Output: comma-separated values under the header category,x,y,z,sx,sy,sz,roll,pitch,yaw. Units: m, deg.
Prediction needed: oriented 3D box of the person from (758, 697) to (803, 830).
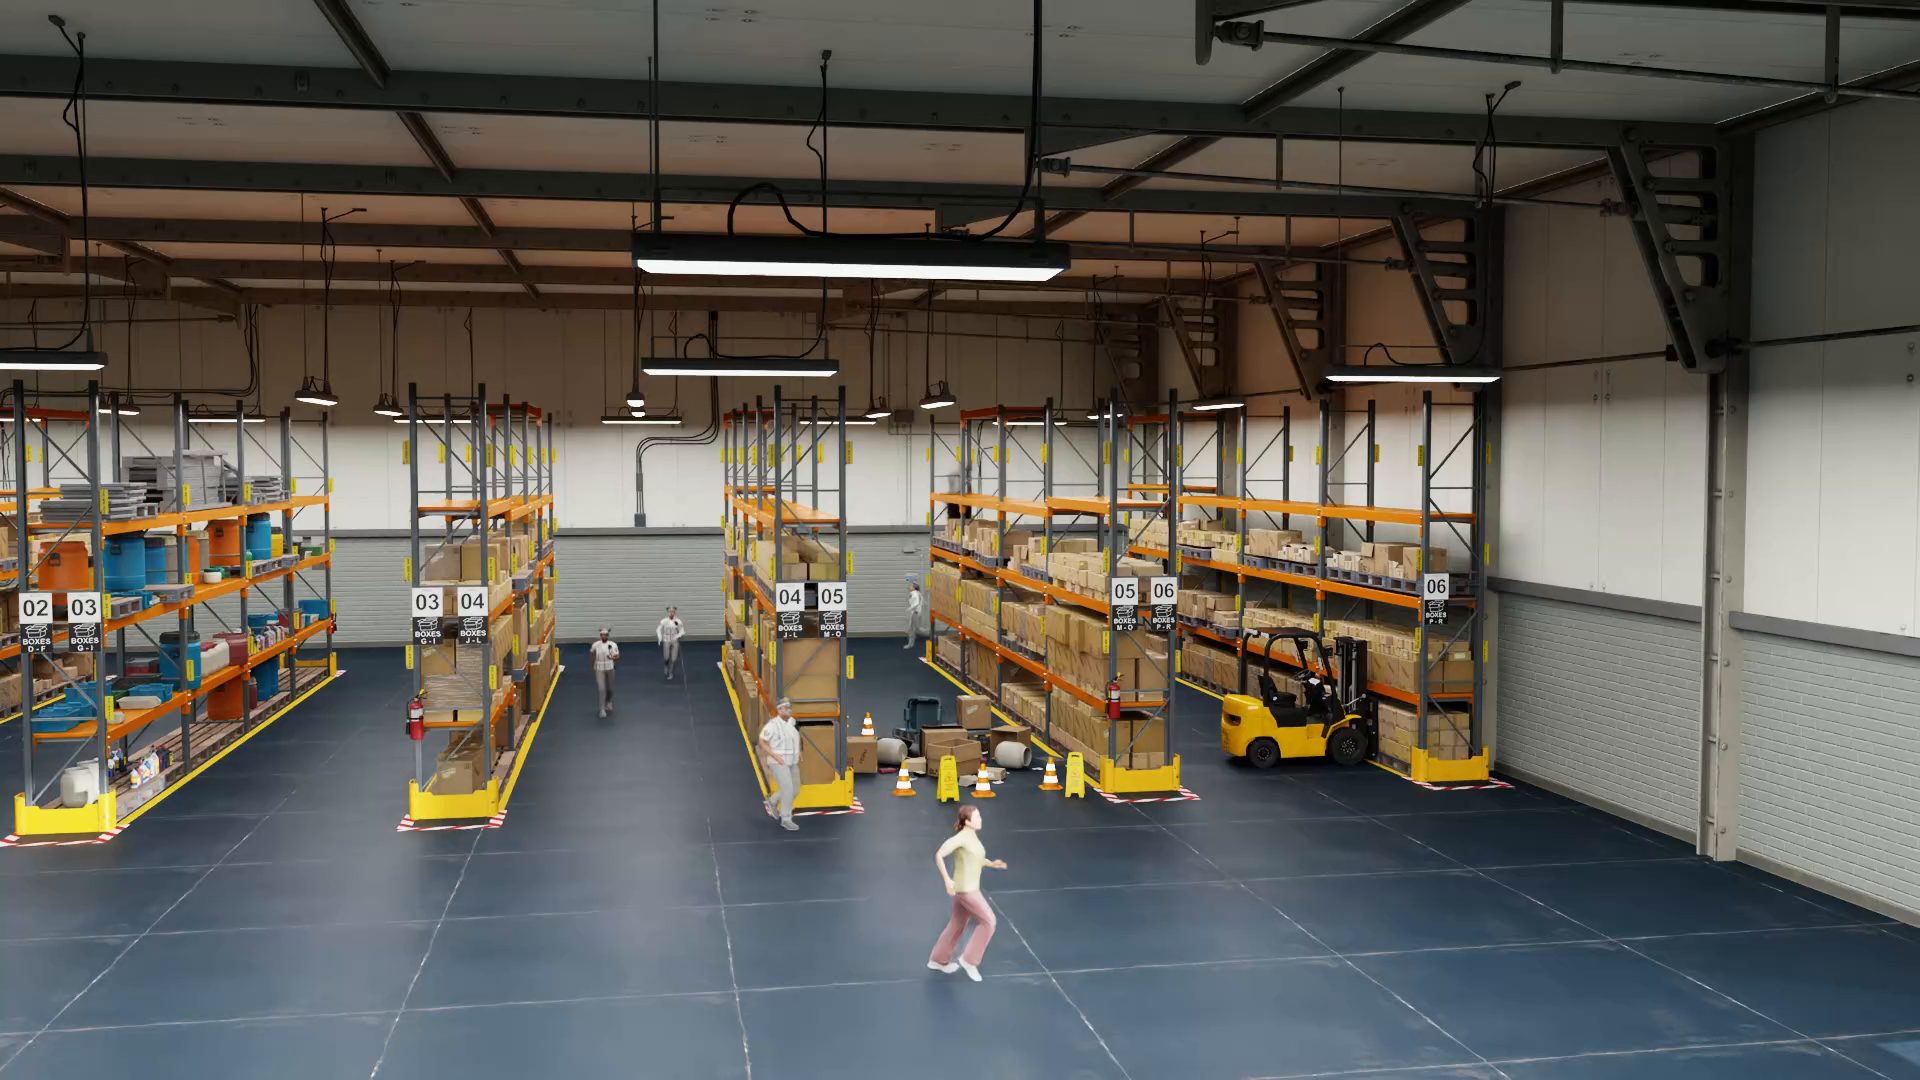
category,x,y,z,sx,sy,sz,roll,pitch,yaw
person,-2.415,3.000,22.461,0.683,1.775,0.699,2,4,36

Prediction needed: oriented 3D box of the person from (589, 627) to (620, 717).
category,x,y,z,sx,sy,sz,roll,pitch,yaw
person,-6.842,2.511,32.016,0.575,1.684,0.922,-1,3,-15

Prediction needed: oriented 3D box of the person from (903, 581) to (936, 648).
category,x,y,z,sx,sy,sz,roll,pitch,yaw
person,-1.014,1.870,41.621,0.807,1.711,0.624,0,3,-2

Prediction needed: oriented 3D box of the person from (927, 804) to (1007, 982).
category,x,y,z,sx,sy,sz,roll,pitch,yaw
person,0.062,3.362,15.871,0.773,1.687,0.541,1,3,10

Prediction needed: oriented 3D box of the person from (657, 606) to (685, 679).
category,x,y,z,sx,sy,sz,roll,pitch,yaw
person,-6.467,2.297,37.183,0.616,1.658,0.543,0,3,-10
